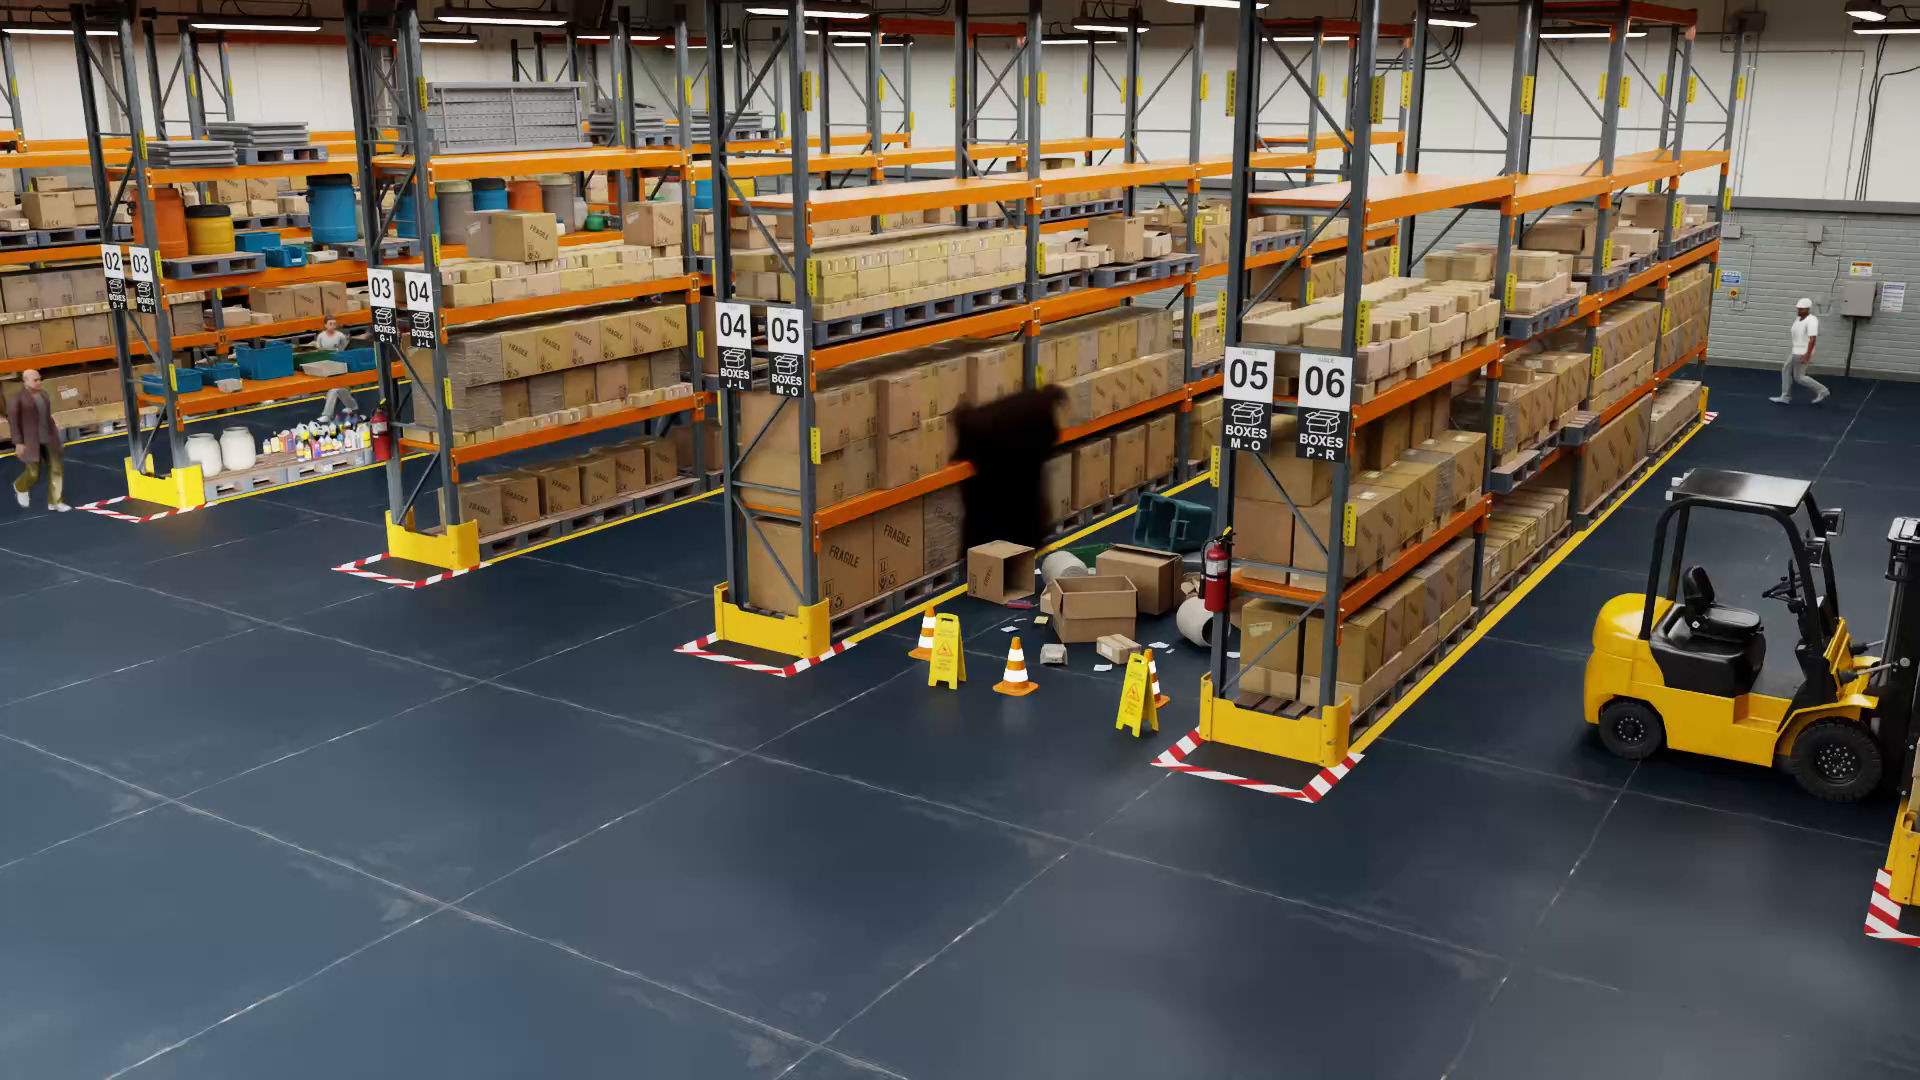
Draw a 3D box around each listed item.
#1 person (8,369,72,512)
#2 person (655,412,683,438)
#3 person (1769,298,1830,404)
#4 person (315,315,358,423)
[{"bbox_3d":[-11.280,-1.224,20.288,0.782,1.751,0.626,11,19,34],"label":"person"},{"bbox_3d":[-4.298,-2.204,23.933,0.489,1.719,1.054,10,18,31],"label":"person"},{"bbox_3d":[13.681,-3.044,26.905,0.876,1.733,0.603,8,17,26],"label":"person"},{"bbox_3d":[-9.743,-2.680,25.803,0.382,1.628,1.006,7,17,25],"label":"person"}]
